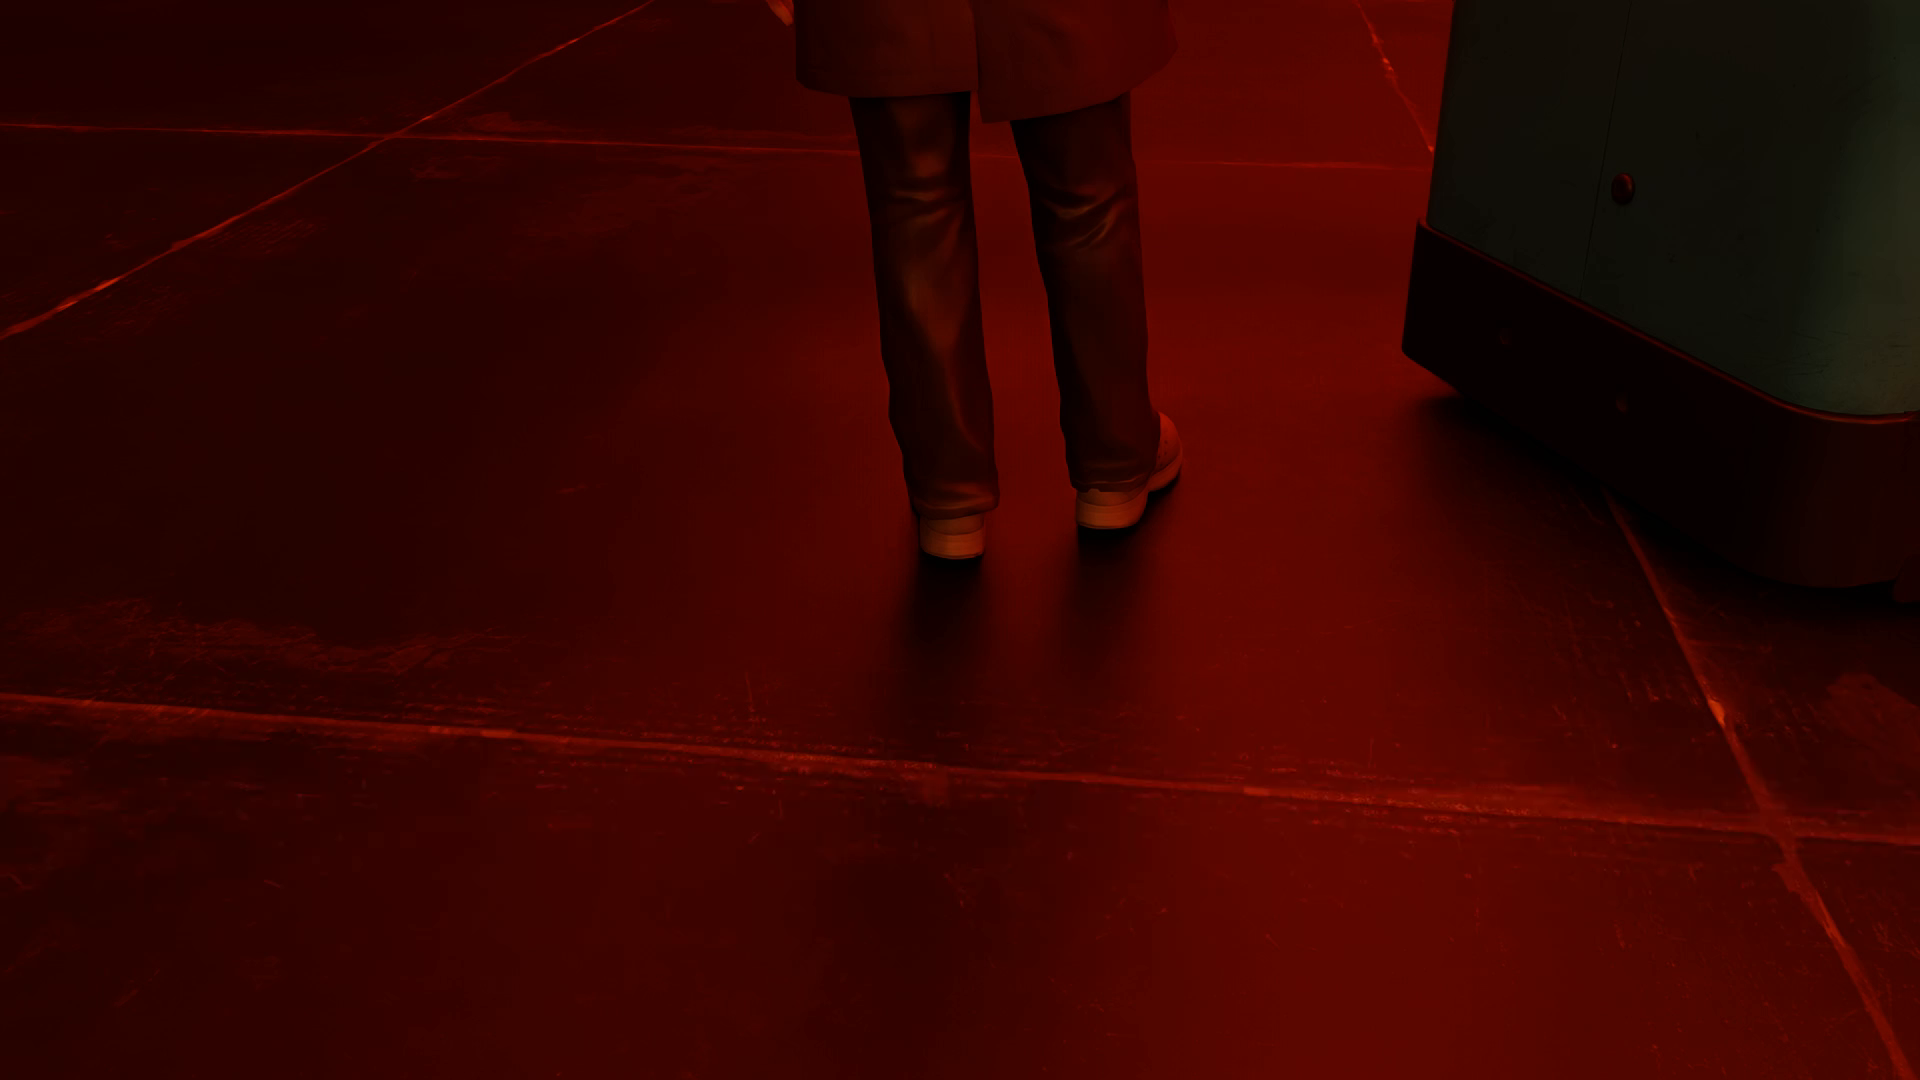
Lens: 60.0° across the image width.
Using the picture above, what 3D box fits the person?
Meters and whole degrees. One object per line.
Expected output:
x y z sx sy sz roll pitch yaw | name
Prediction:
0.016 -0.752 2.226 0.698 1.576 0.579 3 27 7 | person

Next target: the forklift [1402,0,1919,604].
2.380 -1.592 2.407 3.031 2.935 1.130 -8 28 -15 | forklift
